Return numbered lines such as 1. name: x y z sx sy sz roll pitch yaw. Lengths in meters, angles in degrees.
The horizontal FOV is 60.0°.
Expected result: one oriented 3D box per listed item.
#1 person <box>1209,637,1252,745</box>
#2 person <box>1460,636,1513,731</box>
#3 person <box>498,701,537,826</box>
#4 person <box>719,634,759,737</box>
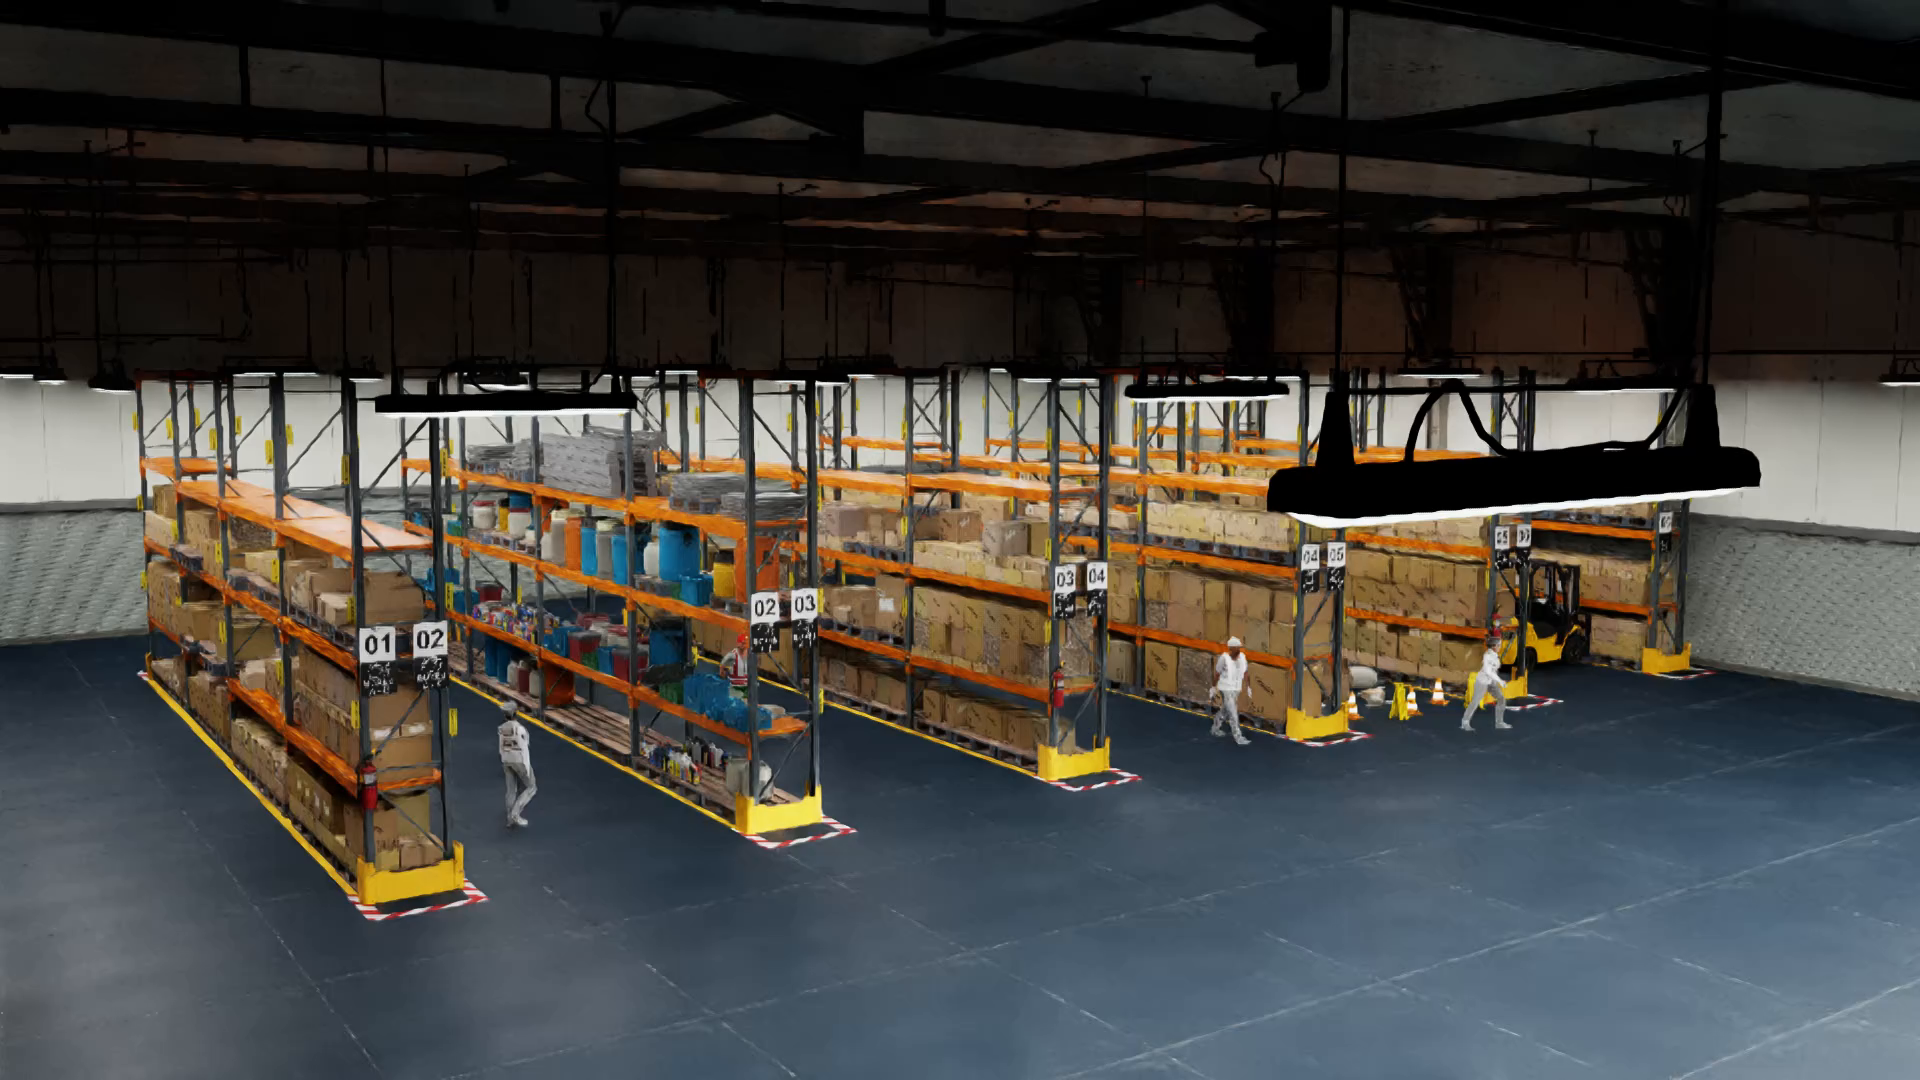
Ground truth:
1. person: 4.442 2.421 27.033 0.579 1.726 1.035 -4 8 -35
2. person: 8.812 2.388 27.818 0.758 1.618 0.630 4 8 35
3. person: -5.947 2.999 22.186 0.516 1.675 0.414 3 7 28
4. person: -3.627 2.386 27.394 0.677 1.740 0.551 -5 8 -35
